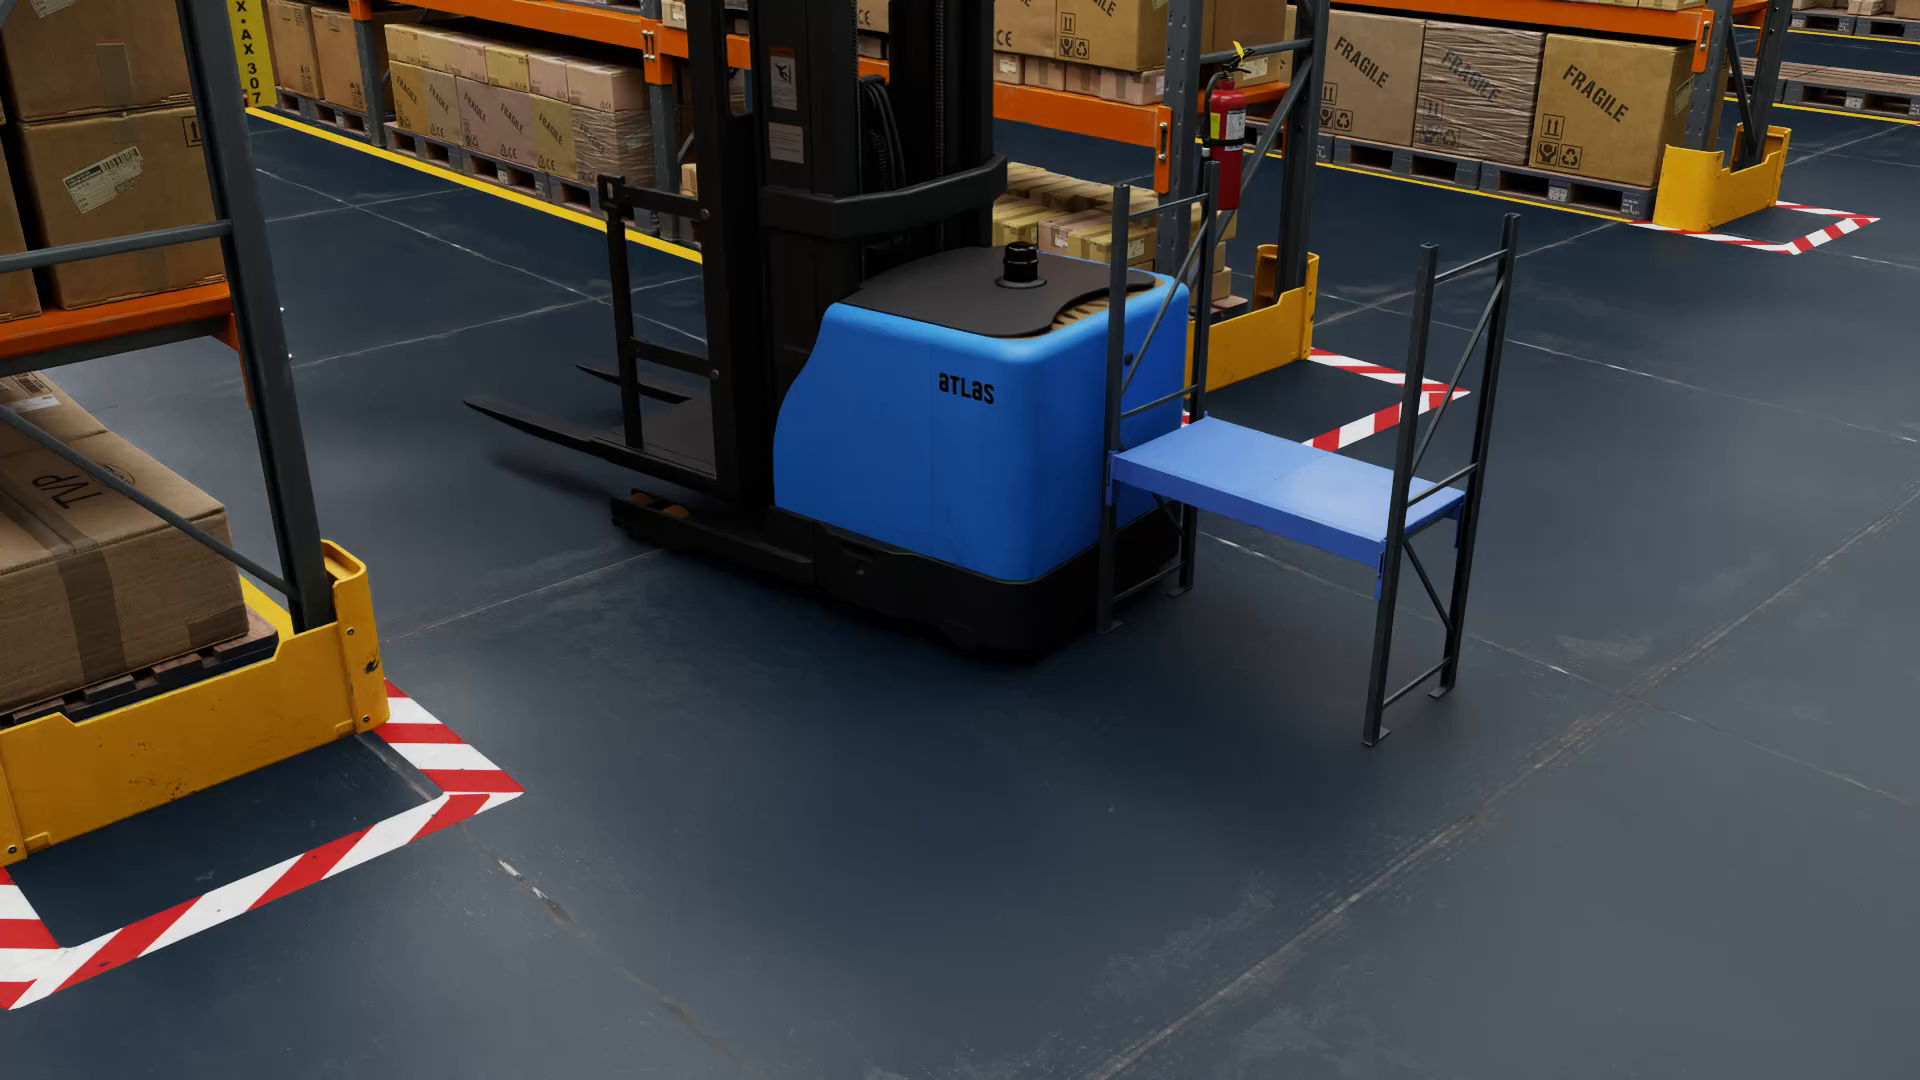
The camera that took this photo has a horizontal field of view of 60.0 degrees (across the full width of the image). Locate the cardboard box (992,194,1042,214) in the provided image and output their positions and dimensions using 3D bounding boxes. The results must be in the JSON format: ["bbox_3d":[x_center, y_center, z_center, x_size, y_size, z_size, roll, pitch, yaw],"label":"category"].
[{"bbox_3d":[0.198,-1.632,8.425,0.250,0.149,0.380,22,33,40],"label":"cardboard box"}]

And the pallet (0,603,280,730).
[{"bbox_3d":[-2.872,0.336,5.259,1.003,0.211,1.213,-21,32,-38],"label":"pallet"}]

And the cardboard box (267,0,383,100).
[{"bbox_3d":[-5.143,-4.213,14.075,1.050,0.750,0.750,-21,32,-38],"label":"cardboard box"}]

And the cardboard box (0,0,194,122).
[{"bbox_3d":[-2.389,-1.439,4.465,0.500,0.500,0.500,-22,33,-40],"label":"cardboard box"}]

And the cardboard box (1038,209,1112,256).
[{"bbox_3d":[0.599,-1.493,8.121,0.380,0.149,0.250,-20,32,-37],"label":"cardboard box"}]

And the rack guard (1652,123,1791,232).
[{"bbox_3d":[4.982,-2.379,10.863,1.175,0.500,0.348,-21,32,-38],"label":"rack guard"}]

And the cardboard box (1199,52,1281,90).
[{"bbox_3d":[1.293,-2.224,7.814,0.380,0.149,0.250,-22,32,-39],"label":"cardboard box"}]

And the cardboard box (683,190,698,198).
[{"bbox_3d":[-1.444,-2.052,10.062,0.250,0.149,0.380,22,33,40],"label":"cardboard box"}]

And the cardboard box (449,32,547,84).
[{"bbox_3d":[-3.222,-3.381,11.650,0.500,0.250,0.500,-21,32,-38],"label":"cardboard box"}]

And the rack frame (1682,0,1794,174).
[{"bbox_3d":[4.965,-3.524,10.360,1.000,3.000,0.127,-21,32,-38],"label":"rack frame"}]

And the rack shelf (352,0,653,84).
[{"bbox_3d":[-2.825,-3.638,11.477,1.077,0.370,4.000,-21,32,-38],"label":"rack shelf"}]

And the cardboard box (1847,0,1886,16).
[{"bbox_3d":[10.192,-6.008,18.690,0.380,0.166,0.250,-21,32,-38],"label":"cardboard box"}]

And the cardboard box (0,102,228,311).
[{"bbox_3d":[-2.387,-0.985,4.674,0.500,0.500,0.500,-22,32,-39],"label":"cardboard box"}]

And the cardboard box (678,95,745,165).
[{"bbox_3d":[-1.770,-2.712,11.087,0.500,0.500,0.500,-20,31,-37],"label":"cardboard box"}]

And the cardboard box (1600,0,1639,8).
[{"bbox_3d":[4.302,-3.502,10.616,0.380,0.149,0.250,-21,32,-38],"label":"cardboard box"}]

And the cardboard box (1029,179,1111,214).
[{"bbox_3d":[0.580,-1.781,8.752,0.250,0.149,0.380,22,32,39],"label":"cardboard box"}]

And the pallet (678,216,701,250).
[{"bbox_3d":[-0.974,-1.897,10.154,1.003,0.211,1.213,-21,32,-38],"label":"pallet"}]

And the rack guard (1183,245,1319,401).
[{"bbox_3d":[1.224,-1.033,7.912,1.175,0.500,0.348,-21,32,-38],"label":"rack guard"}]

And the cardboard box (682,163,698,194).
[{"bbox_3d":[-1.444,-2.188,10.002,0.380,0.149,0.250,-19,31,-36],"label":"cardboard box"}]

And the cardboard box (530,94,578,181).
[{"bbox_3d":[-2.499,-2.721,11.107,0.500,0.500,0.500,-22,33,-40],"label":"cardboard box"}]

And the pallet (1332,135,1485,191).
[{"bbox_3d":[3.532,-2.845,12.231,1.003,0.211,1.213,-21,32,-38],"label":"pallet"}]

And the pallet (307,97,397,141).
[{"bbox_3d":[-4.676,-3.563,13.805,1.003,0.211,1.213,-21,32,-38],"label":"pallet"}]

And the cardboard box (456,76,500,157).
[{"bbox_3d":[-3.195,-3.033,11.789,0.500,0.500,0.500,-22,33,-40],"label":"cardboard box"}]

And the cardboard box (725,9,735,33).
[{"bbox_3d":[-1.273,-3.009,9.535,0.380,0.149,0.250,-20,31,-37],"label":"cardboard box"}]

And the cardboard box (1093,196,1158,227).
[{"bbox_3d":[0.889,-1.617,8.392,0.380,0.149,0.250,-21,32,-38],"label":"cardboard box"}]

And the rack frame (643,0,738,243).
[{"bbox_3d":[-1.458,-3.359,9.999,1.000,3.000,0.127,-21,32,-38],"label":"rack frame"}]

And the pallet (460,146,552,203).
[{"bbox_3d":[-2.830,-2.696,11.905,1.003,0.211,1.213,-21,32,-38],"label":"pallet"}]

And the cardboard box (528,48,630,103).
[{"bbox_3d":[-2.494,-3.068,10.963,0.500,0.250,0.500,-19,31,-36],"label":"cardboard box"}]

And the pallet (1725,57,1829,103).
[{"bbox_3d":[7.216,-4.291,15.401,1.003,0.211,1.213,-21,32,-38],"label":"pallet"}]

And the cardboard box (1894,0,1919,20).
[{"bbox_3d":[10.753,-6.041,18.357,0.797,0.503,0.637,-21,32,-38],"label":"cardboard box"}]

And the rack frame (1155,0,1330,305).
[{"bbox_3d":[1.275,-2.147,7.343,1.000,3.000,0.127,-21,32,-38],"label":"rack frame"}]

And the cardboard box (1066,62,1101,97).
[{"bbox_3d":[0.704,-2.138,7.624,0.380,0.149,0.250,-21,32,-39],"label":"cardboard box"}]

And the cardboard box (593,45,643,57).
[{"bbox_3d":[-2.136,-3.214,11.283,0.500,0.250,0.500,-20,31,-37],"label":"cardboard box"}]

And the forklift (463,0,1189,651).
[{"bbox_3d":[-0.692,-1.450,5.897,3.031,2.935,1.130,18,30,33],"label":"forklift"}]

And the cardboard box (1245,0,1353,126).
[{"bbox_3d":[2.624,-3.737,12.882,0.875,0.875,0.875,-21,32,-38],"label":"cardboard box"}]

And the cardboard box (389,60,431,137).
[{"bbox_3d":[-3.895,-3.338,12.459,0.500,0.500,0.500,22,33,40],"label":"cardboard box"}]

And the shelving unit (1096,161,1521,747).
[{"bbox_3d":[1.007,-0.296,5.091,1.048,1.500,0.538,22,32,39],"label":"shelving unit"}]

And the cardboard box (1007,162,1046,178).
[{"bbox_3d":[0.251,-1.960,9.145,0.380,0.149,0.250,-21,32,-38],"label":"cardboard box"}]

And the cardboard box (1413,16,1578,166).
[{"bbox_3d":[3.847,-3.195,11.694,0.875,0.875,0.875,-21,32,-38],"label":"cardboard box"}]

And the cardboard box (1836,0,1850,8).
[{"bbox_3d":[10.361,-6.259,19.261,0.380,0.149,0.250,-21,32,-38],"label":"cardboard box"}]

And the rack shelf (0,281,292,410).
[{"bbox_3d":[-3.636,-0.991,5.675,1.077,0.370,4.000,-21,32,-38],"label":"rack shelf"}]

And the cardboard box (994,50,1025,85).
[{"bbox_3d":[0.330,-2.280,7.937,0.380,0.149,0.250,-20,31,-37],"label":"cardboard box"}]

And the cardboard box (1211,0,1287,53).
[{"bbox_3d":[1.170,-2.543,7.730,0.500,0.500,0.500,-19,31,-36],"label":"cardboard box"}]

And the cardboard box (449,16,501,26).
[{"bbox_3d":[-3.534,-3.833,12.641,0.500,0.250,0.500,-22,33,-40],"label":"cardboard box"}]

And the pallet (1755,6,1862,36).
[{"bbox_3d":[9.934,-6.068,19.296,1.003,0.211,1.213,-21,32,-38],"label":"pallet"}]

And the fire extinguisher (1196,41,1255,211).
[{"bbox_3d":[1.111,-1.735,6.982,0.296,0.674,0.183,-21,32,-38],"label":"fire extinguisher"}]

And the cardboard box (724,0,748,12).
[{"bbox_3d":[-0.961,-3.171,9.107,0.500,0.500,0.500,-21,32,-38],"label":"cardboard box"}]

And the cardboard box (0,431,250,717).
[{"bbox_3d":[-2.793,0.091,5.018,0.875,0.438,0.875,22,33,40],"label":"cardboard box"}]

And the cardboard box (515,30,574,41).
[{"bbox_3d":[-2.845,-3.525,11.965,0.500,0.250,0.500,-20,31,-37],"label":"cardboard box"}]

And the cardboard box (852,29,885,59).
[{"bbox_3d":[-0.351,-2.613,8.666,0.380,0.149,0.250,-20,31,-37],"label":"cardboard box"}]

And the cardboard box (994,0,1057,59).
[{"bbox_3d":[0.432,-2.549,7.744,0.500,0.500,0.500,-22,32,-39],"label":"cardboard box"}]

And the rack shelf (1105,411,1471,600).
[{"bbox_3d":[1.007,-0.132,5.166,1.000,0.185,0.538,22,32,39],"label":"rack shelf"}]

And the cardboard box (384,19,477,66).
[{"bbox_3d":[-3.898,-3.688,12.323,0.500,0.250,0.500,22,32,39],"label":"cardboard box"}]

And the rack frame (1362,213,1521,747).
[{"bbox_3d":[1.375,-0.150,4.772,0.032,1.500,0.500,22,32,39],"label":"rack frame"}]

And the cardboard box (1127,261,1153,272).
[{"bbox_3d":[0.706,-1.256,7.959,0.380,0.149,0.250,-22,33,-40],"label":"cardboard box"}]
